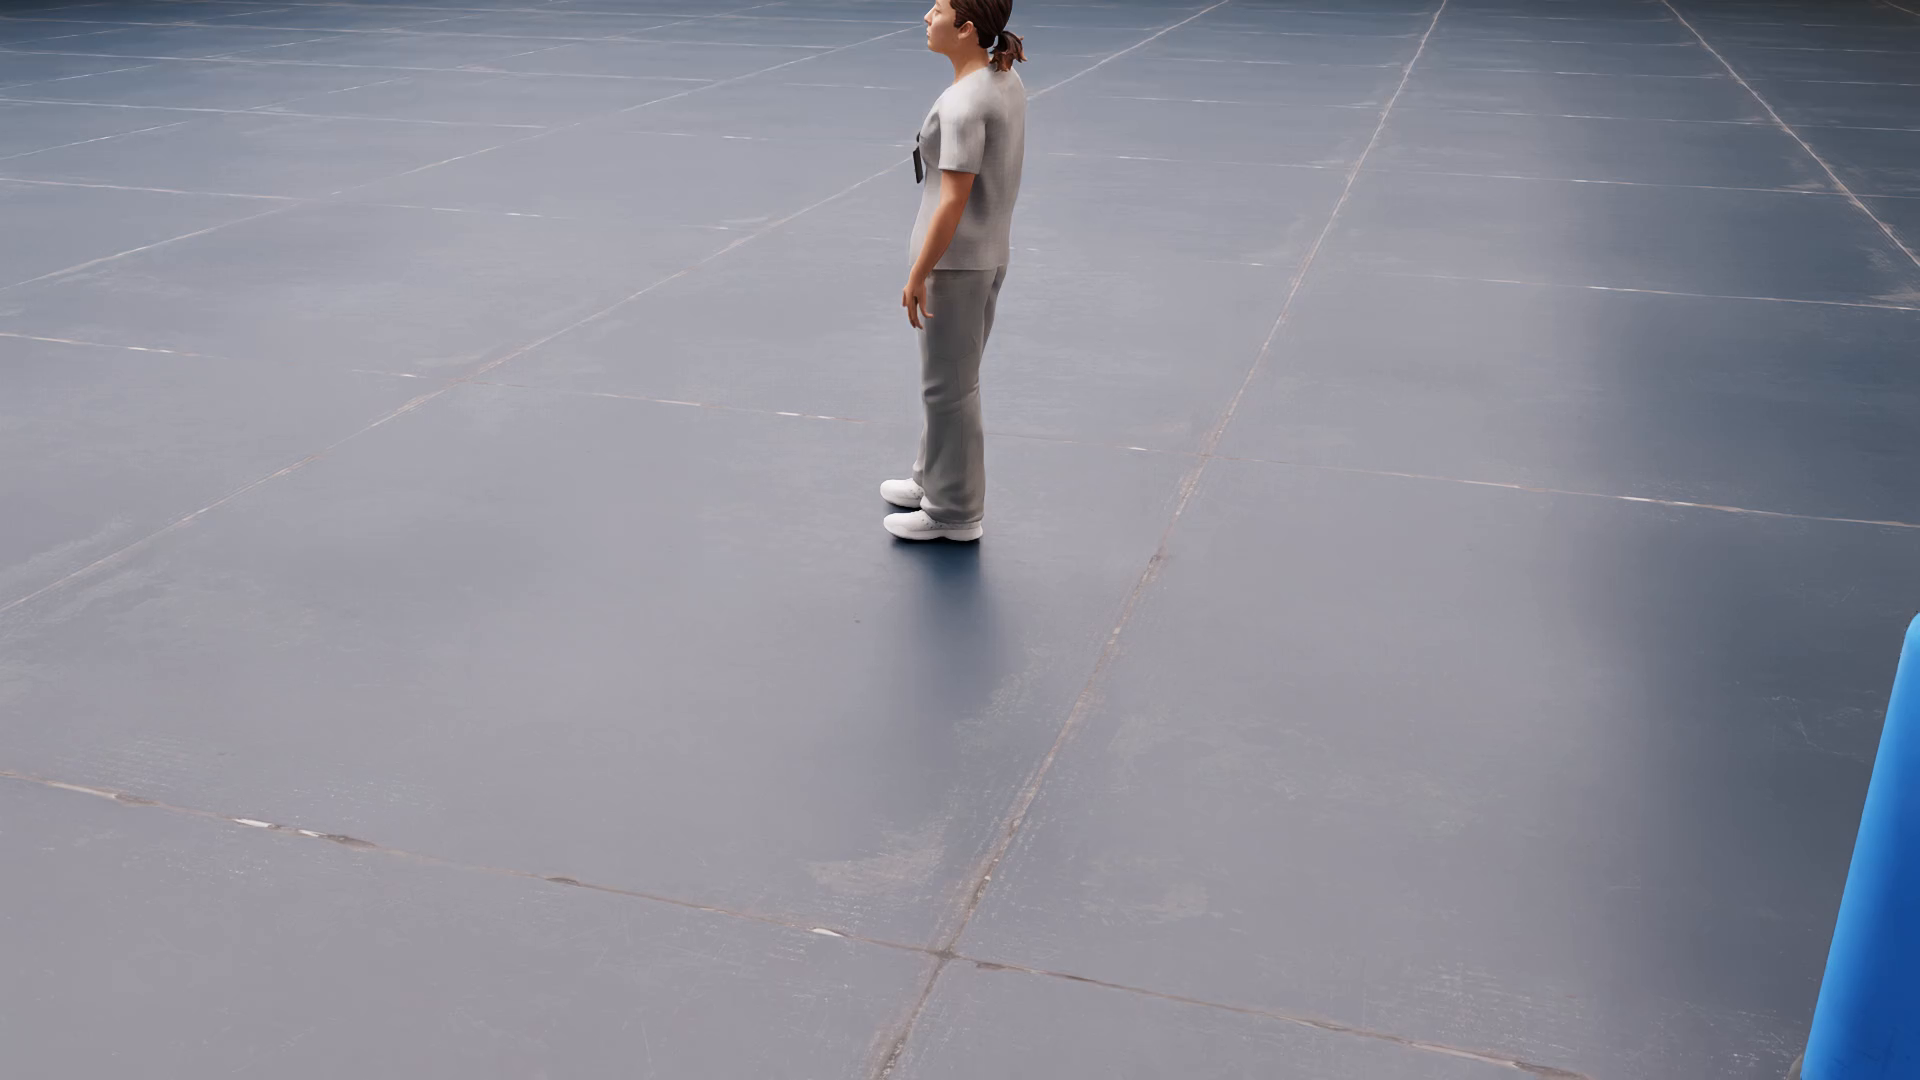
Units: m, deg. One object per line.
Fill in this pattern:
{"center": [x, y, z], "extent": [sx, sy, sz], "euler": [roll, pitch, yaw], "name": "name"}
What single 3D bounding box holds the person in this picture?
{"center": [-0.067, -0.795, 4.831], "extent": [0.548, 1.673, 0.549], "euler": [7, 23, 16], "name": "person"}
